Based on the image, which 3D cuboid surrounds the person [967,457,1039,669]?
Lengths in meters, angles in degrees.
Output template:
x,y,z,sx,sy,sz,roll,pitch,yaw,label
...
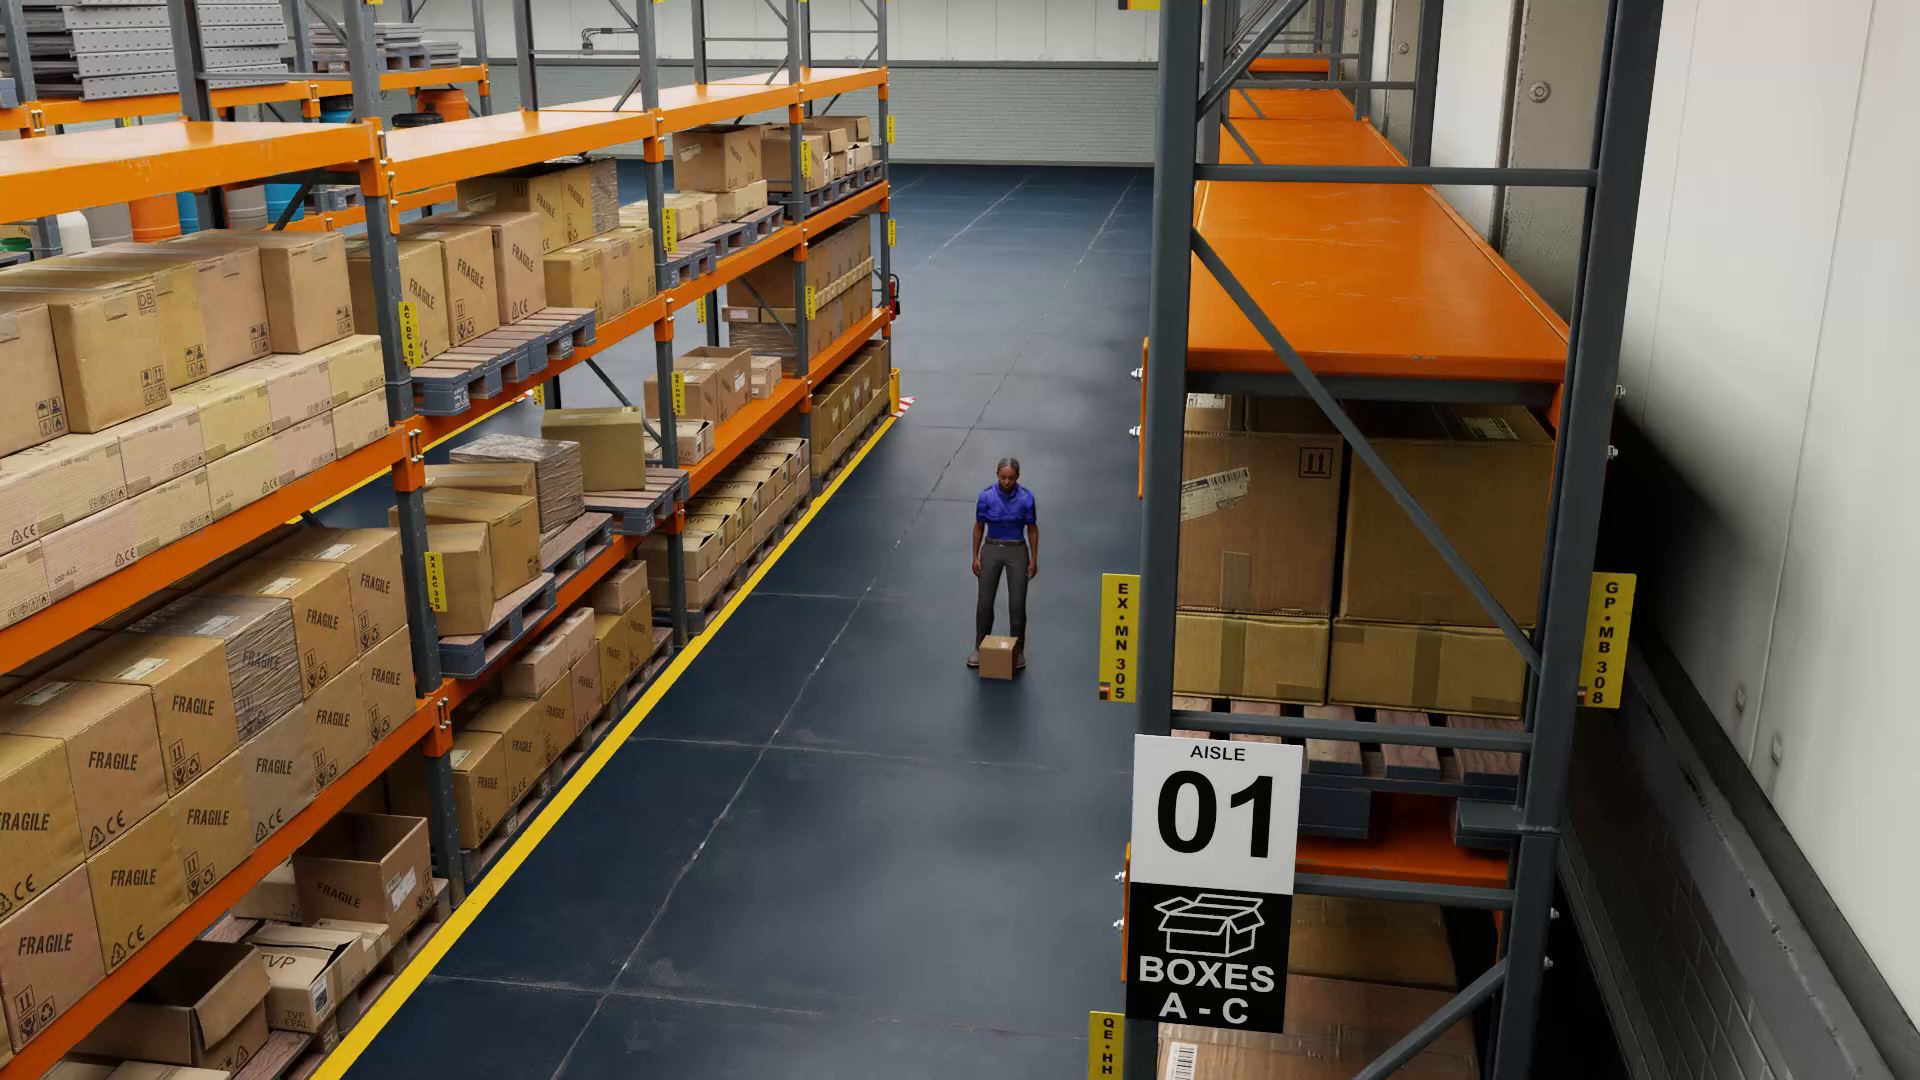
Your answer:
x,y,z,sx,sy,sz,roll,pitch,yaw,label
0.326,0.150,12.602,0.530,1.654,0.352,2,18,5,person
